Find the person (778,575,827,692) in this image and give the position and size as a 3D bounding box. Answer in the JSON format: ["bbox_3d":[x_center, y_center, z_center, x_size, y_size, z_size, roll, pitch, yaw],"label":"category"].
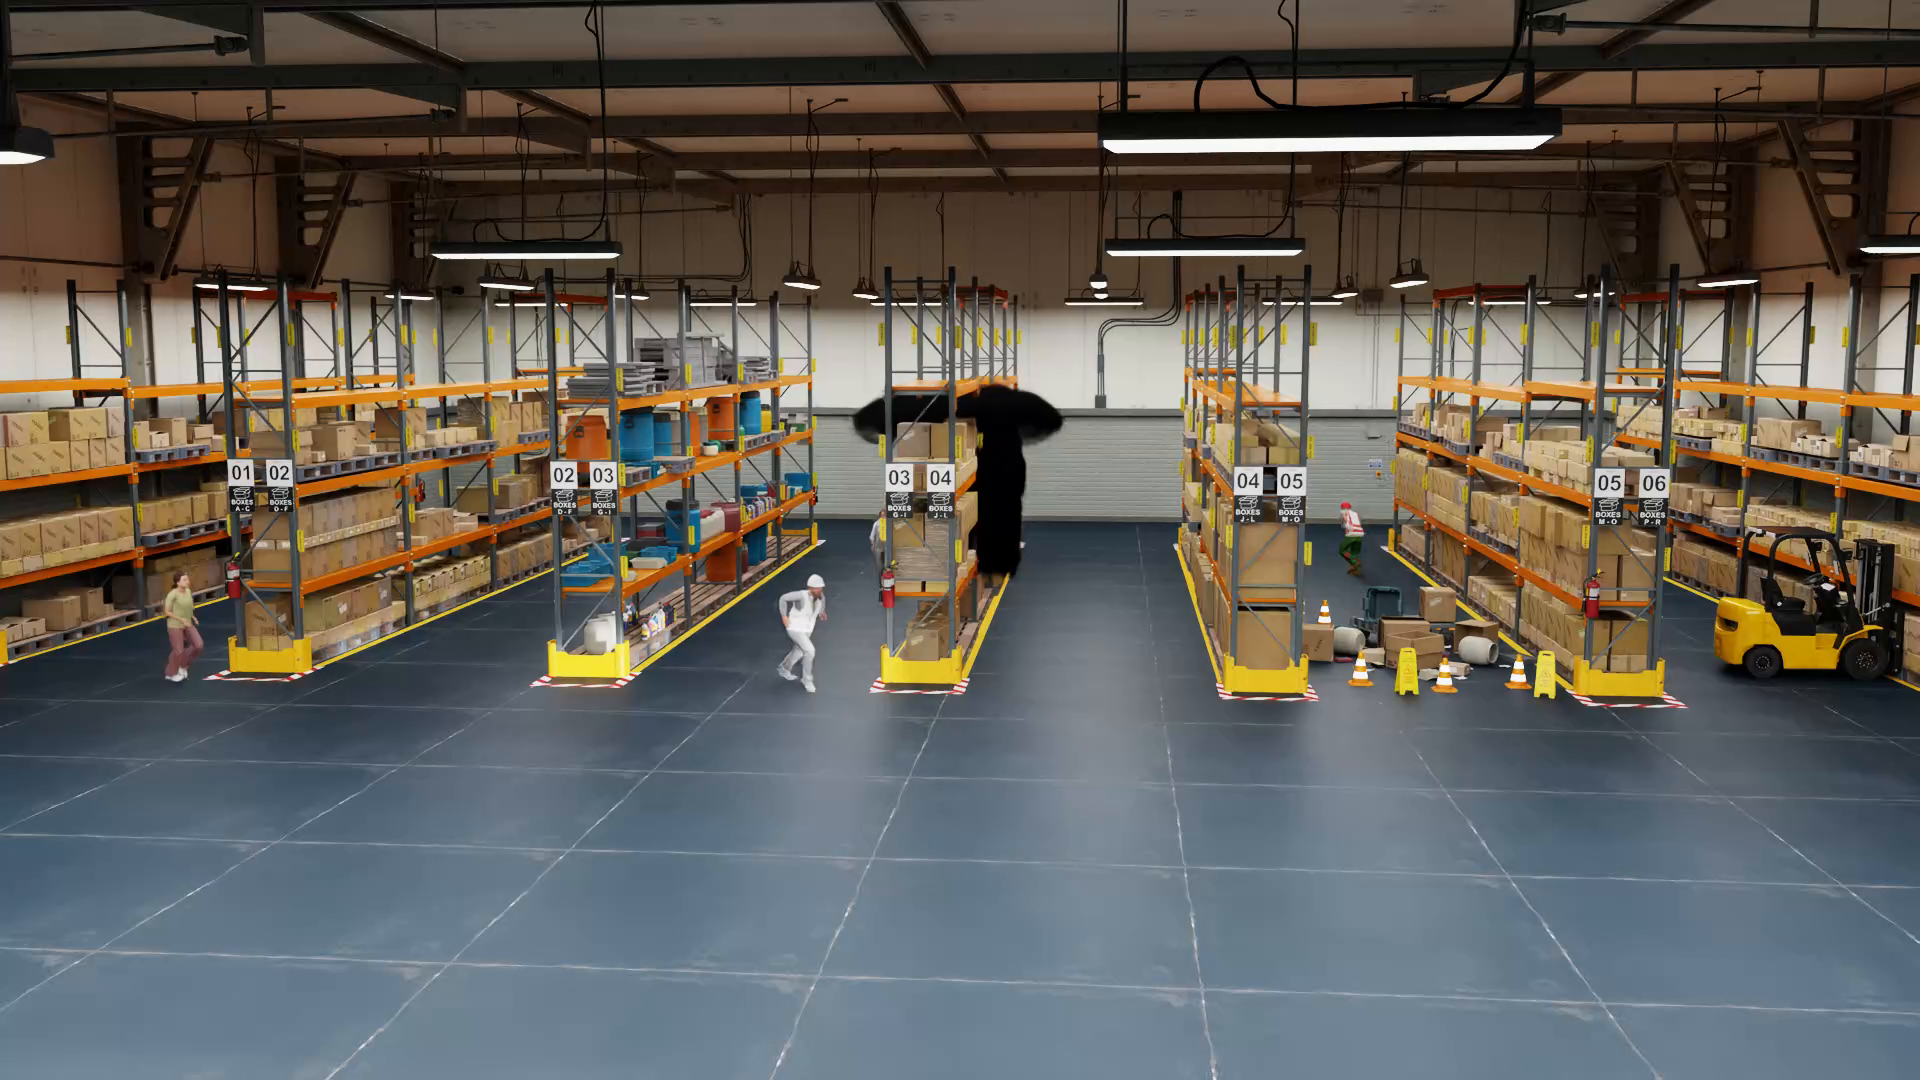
[{"bbox_3d":[-2.296,1.322,23.775,1.012,1.720,0.697,7,10,43],"label":"person"}]

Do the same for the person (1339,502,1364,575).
[{"bbox_3d":[8.310,-0.043,35.387,0.662,1.481,0.981,-3,7,-22],"label":"person"}]

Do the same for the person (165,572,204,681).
[{"bbox_3d":[-11.358,1.257,24.247,0.642,1.613,0.535,3,8,24],"label":"person"}]

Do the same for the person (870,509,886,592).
[{"bbox_3d":[-1.427,0.184,31.144,0.518,1.545,0.576,0,7,0],"label":"person"}]
